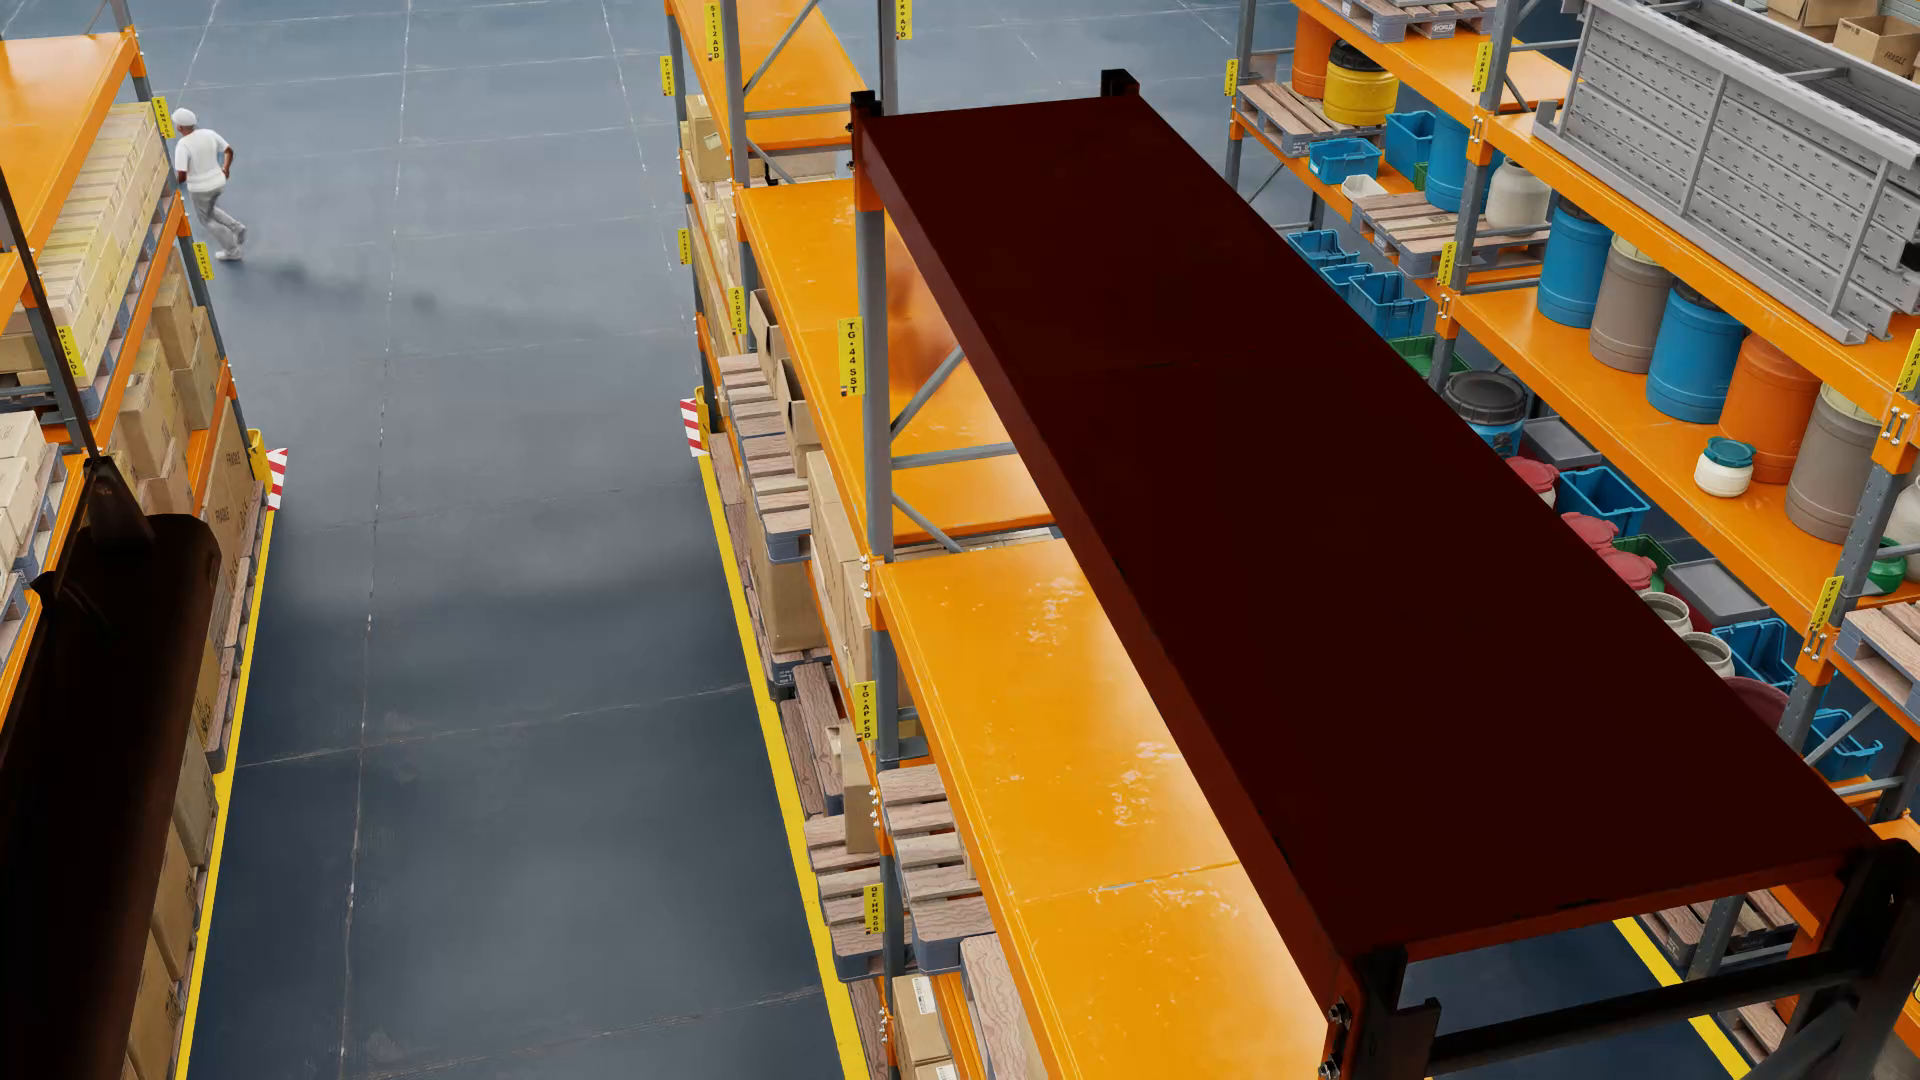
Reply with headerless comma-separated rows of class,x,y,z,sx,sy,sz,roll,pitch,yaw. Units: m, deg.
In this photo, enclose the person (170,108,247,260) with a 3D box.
person,-8.325,-3.919,18.300,0.620,1.713,0.693,12,36,17
